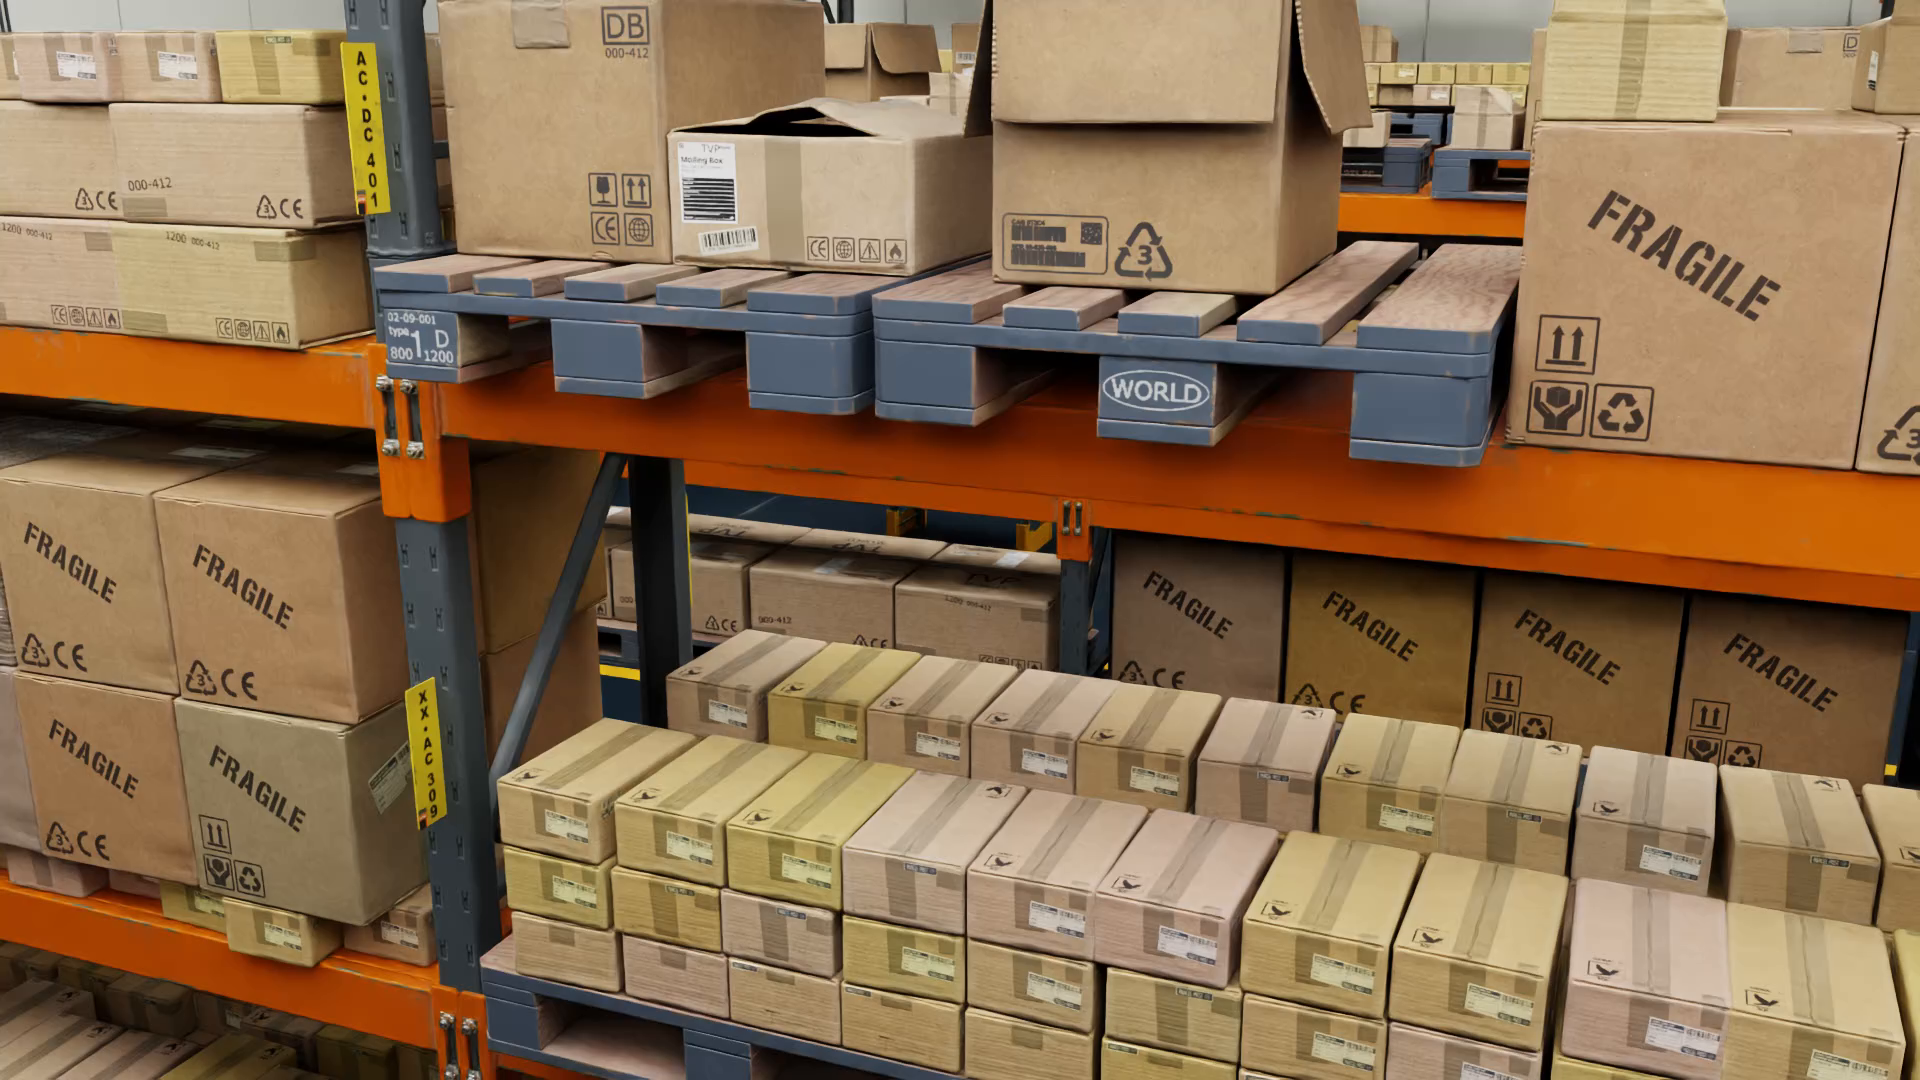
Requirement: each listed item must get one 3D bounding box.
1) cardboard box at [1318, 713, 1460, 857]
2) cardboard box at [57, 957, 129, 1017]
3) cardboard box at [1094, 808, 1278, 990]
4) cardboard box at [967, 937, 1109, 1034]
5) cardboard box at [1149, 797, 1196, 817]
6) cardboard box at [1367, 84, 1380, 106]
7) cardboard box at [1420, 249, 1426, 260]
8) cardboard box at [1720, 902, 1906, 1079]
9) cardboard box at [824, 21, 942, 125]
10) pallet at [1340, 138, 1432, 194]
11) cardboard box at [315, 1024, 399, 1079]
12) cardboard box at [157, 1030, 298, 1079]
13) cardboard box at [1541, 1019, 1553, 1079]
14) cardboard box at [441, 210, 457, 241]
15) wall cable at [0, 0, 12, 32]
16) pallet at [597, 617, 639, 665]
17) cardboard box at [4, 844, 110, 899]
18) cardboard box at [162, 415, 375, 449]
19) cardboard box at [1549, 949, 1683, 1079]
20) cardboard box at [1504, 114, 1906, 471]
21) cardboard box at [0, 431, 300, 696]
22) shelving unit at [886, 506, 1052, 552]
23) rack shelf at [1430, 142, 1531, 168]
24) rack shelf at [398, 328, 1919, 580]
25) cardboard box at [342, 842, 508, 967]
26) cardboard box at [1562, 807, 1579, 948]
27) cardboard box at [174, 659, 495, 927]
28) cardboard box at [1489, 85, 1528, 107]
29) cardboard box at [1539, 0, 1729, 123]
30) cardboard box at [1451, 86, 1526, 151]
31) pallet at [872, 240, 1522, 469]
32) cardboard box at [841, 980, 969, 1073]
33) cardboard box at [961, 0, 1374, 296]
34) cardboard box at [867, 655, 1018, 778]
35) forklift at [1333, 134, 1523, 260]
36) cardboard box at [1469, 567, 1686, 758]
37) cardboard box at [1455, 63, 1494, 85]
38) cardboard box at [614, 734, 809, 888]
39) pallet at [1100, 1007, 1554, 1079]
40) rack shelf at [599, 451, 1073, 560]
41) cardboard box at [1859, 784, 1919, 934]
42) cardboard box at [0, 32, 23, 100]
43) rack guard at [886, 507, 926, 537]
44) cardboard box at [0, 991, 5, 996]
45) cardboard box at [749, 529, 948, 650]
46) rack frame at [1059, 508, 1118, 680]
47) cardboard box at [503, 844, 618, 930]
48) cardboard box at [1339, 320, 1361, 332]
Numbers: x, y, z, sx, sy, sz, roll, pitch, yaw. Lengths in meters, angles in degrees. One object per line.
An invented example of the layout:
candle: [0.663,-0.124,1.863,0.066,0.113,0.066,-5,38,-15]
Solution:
cardboard box: [0.937,0.525,3.614,0.250,0.149,0.380,6,17,20]
cardboard box: [-2.660,1.367,5.377,0.250,0.149,0.380,6,17,21]
cardboard box: [0.429,0.666,3.130,0.250,0.149,0.380,7,18,23]
cardboard box: [0.202,0.782,3.262,0.250,0.149,0.380,7,18,23]
cardboard box: [0.444,0.613,3.845,0.250,0.149,0.380,5,17,18]
cardboard box: [2.929,-3.241,12.096,0.250,0.149,0.380,6,17,21]
cardboard box: [3.418,-1.930,12.510,0.500,0.500,0.700,6,17,21]
cardboard box: [1.399,0.773,2.762,0.250,0.149,0.380,7,18,22]
cardboard box: [-0.515,-2.423,8.640,0.637,0.503,0.797,8,18,25]
pallet: [1.622,-1.821,8.029,1.217,0.209,0.805,6,17,18]
cardboard box: [-1.704,1.477,4.999,0.250,0.149,0.380,6,17,20]
cardboard box: [-2.097,1.568,4.687,0.250,0.149,0.380,7,18,22]
cardboard box: [0.931,1.005,3.028,0.250,0.149,0.380,7,18,22]
cardboard box: [-1.305,-0.743,4.243,0.500,0.250,0.500,7,18,23]
wall cable: [-7.029,-5.284,14.166,0.133,3.039,2.988,6,17,21]
pallet: [-2.198,0.438,10.285,1.213,0.211,1.003,6,17,21]
cardboard box: [-2.324,0.799,4.491,0.250,0.149,0.380,5,17,18]
cardboard box: [-1.789,-0.089,4.592,0.500,0.500,0.500,6,17,19]
cardboard box: [1.165,0.889,2.895,0.250,0.149,0.380,6,17,20]
cardboard box: [1.192,-0.431,2.718,0.500,0.500,0.500,6,17,21]
cardboard box: [-1.991,0.040,4.148,0.500,0.500,0.500,6,17,19]
shelving unit: [0.071,-0.712,11.938,1.083,1.500,0.587,6,17,21]
rack shelf: [4.429,-2.731,12.112,4.000,0.370,1.077,6,17,21]
rack shelf: [0.889,-0.150,3.219,4.000,0.370,1.077,6,17,21]
cardboard box: [-1.323,0.893,4.168,0.250,0.149,0.380,6,17,20]
cardboard box: [1.405,0.720,3.479,0.250,0.149,0.380,6,17,21]
cardboard box: [-1.525,0.574,4.104,0.500,0.500,0.500,6,17,21]
cardboard box: [3.885,-3.145,11.763,0.250,0.149,0.380,7,17,22]
cardboard box: [1.074,-0.806,2.638,0.258,0.266,0.396,6,17,21]
cardboard box: [2.322,-1.853,7.285,0.258,0.266,0.396,8,18,25]
pallet: [0.530,-0.413,3.174,1.003,0.211,1.213,6,17,21]
cardboard box: [-0.049,0.899,3.395,0.250,0.149,0.380,6,17,21]
cardboard box: [0.417,-0.759,3.089,0.637,0.503,0.797,6,17,20]
cardboard box: [-0.036,0.419,3.981,0.250,0.149,0.380,6,17,19]
forklift: [3.070,-0.994,10.340,3.031,2.935,1.130,8,18,25]
cardboard box: [3.032,0.490,8.163,0.875,0.875,0.875,7,17,21]
cardboard box: [3.689,-3.333,11.878,0.250,0.149,0.380,7,17,21]
cardboard box: [-0.512,0.561,3.492,0.250,0.149,0.380,7,18,22]
pallet: [0.893,1.050,3.519,1.213,0.211,1.003,6,17,21]
rack shelf: [-1.110,-0.412,9.504,4.000,0.370,1.077,6,17,21]
cardboard box: [1.913,0.633,3.244,0.250,0.149,0.380,6,17,20]
cardboard box: [-2.056,-1.116,3.915,0.250,0.149,0.380,7,18,23]
rack guard: [-0.392,-0.163,12.287,0.087,0.250,0.587,6,17,21]
cardboard box: [-3.098,1.485,4.973,0.250,0.149,0.380,7,17,21]
cardboard box: [-0.627,0.292,9.630,0.875,0.438,0.875,6,17,19]
rack frame: [0.751,-0.553,8.699,0.127,3.000,1.000,6,17,21]
cardboard box: [-0.774,0.677,3.627,0.250,0.149,0.380,7,17,22]
cardboard box: [2.004,-0.865,7.800,0.500,0.500,0.500,6,17,19]
